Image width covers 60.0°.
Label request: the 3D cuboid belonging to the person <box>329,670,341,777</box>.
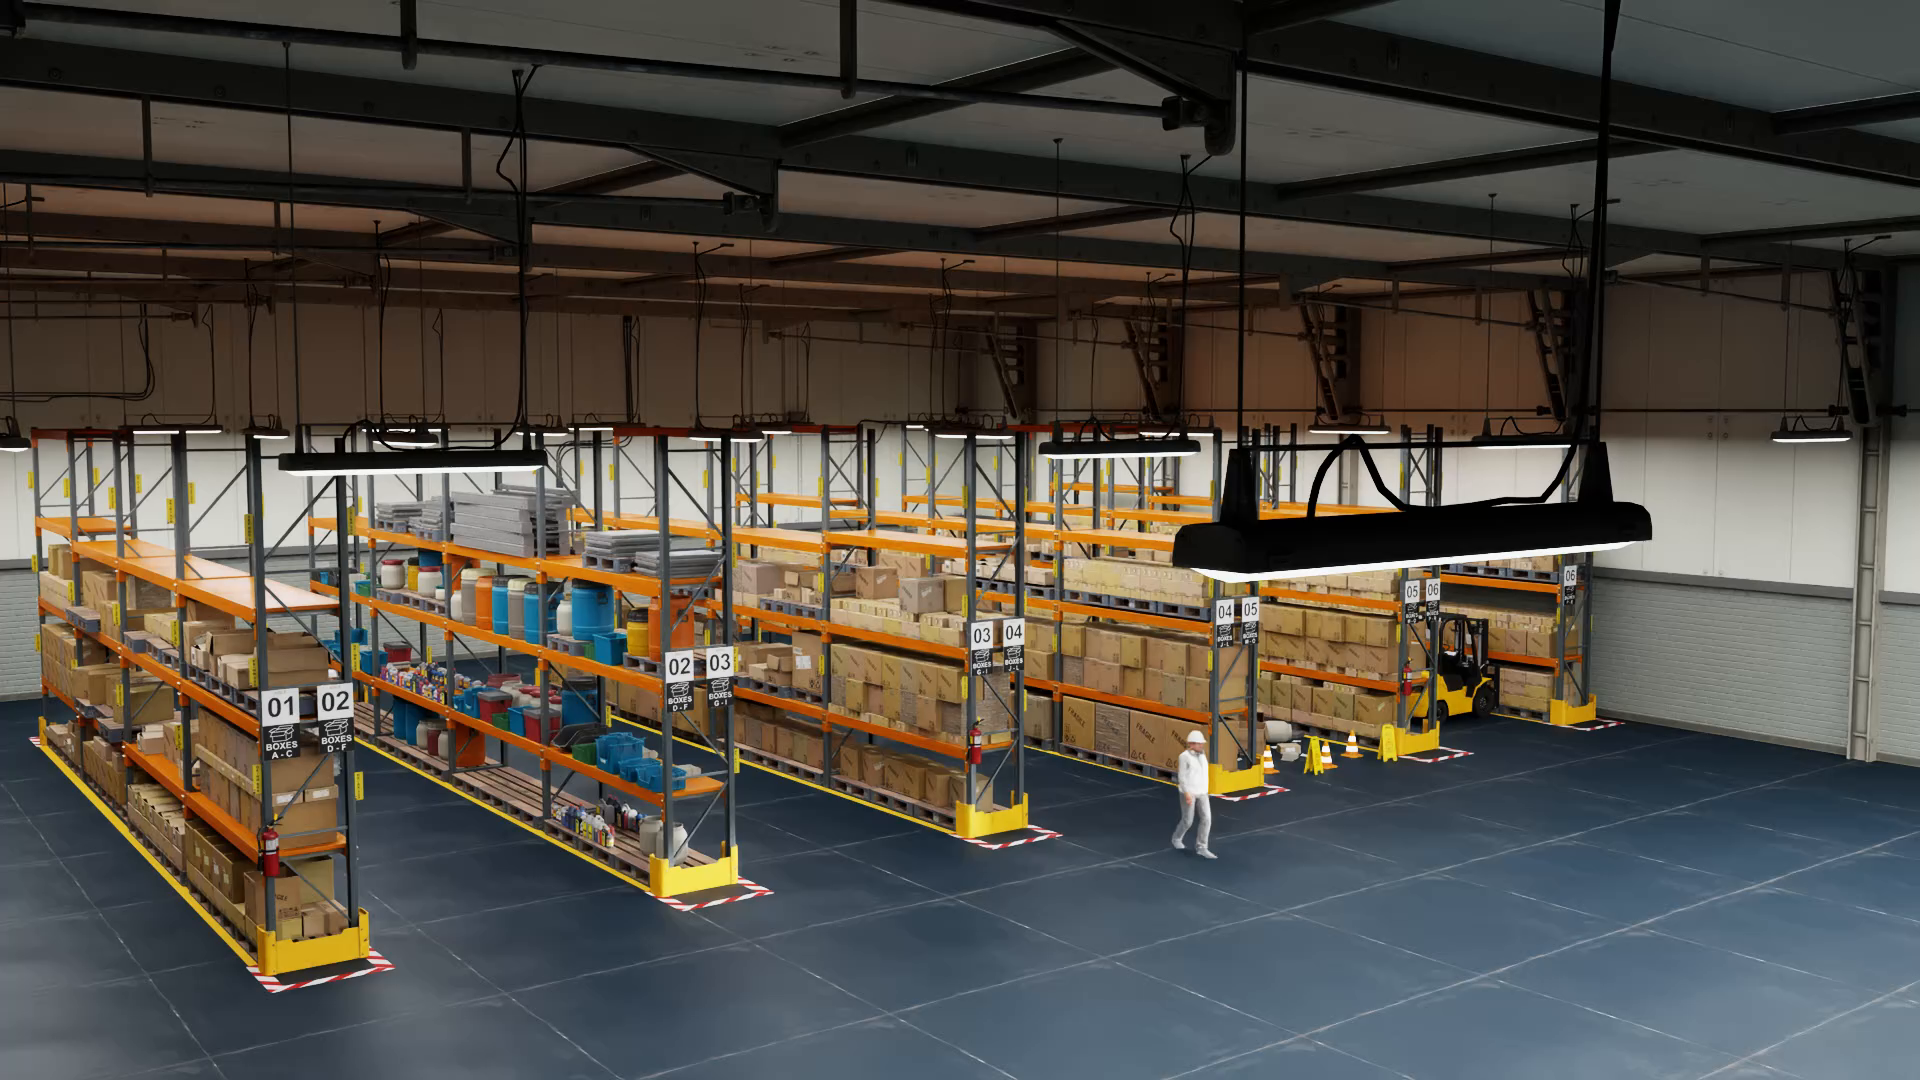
[{"bbox_3d":[-10.882,3.176,28.999,0.684,1.801,0.575,4,6,40],"label":"person"}]

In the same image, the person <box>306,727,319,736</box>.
[{"bbox_3d":[-10.053,3.446,25.772,0.756,1.812,0.617,3,5,29],"label":"person"}]

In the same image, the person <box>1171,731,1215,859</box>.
[{"bbox_3d":[3.357,3.609,23.709,0.610,1.766,0.753,-4,6,-40],"label":"person"}]
